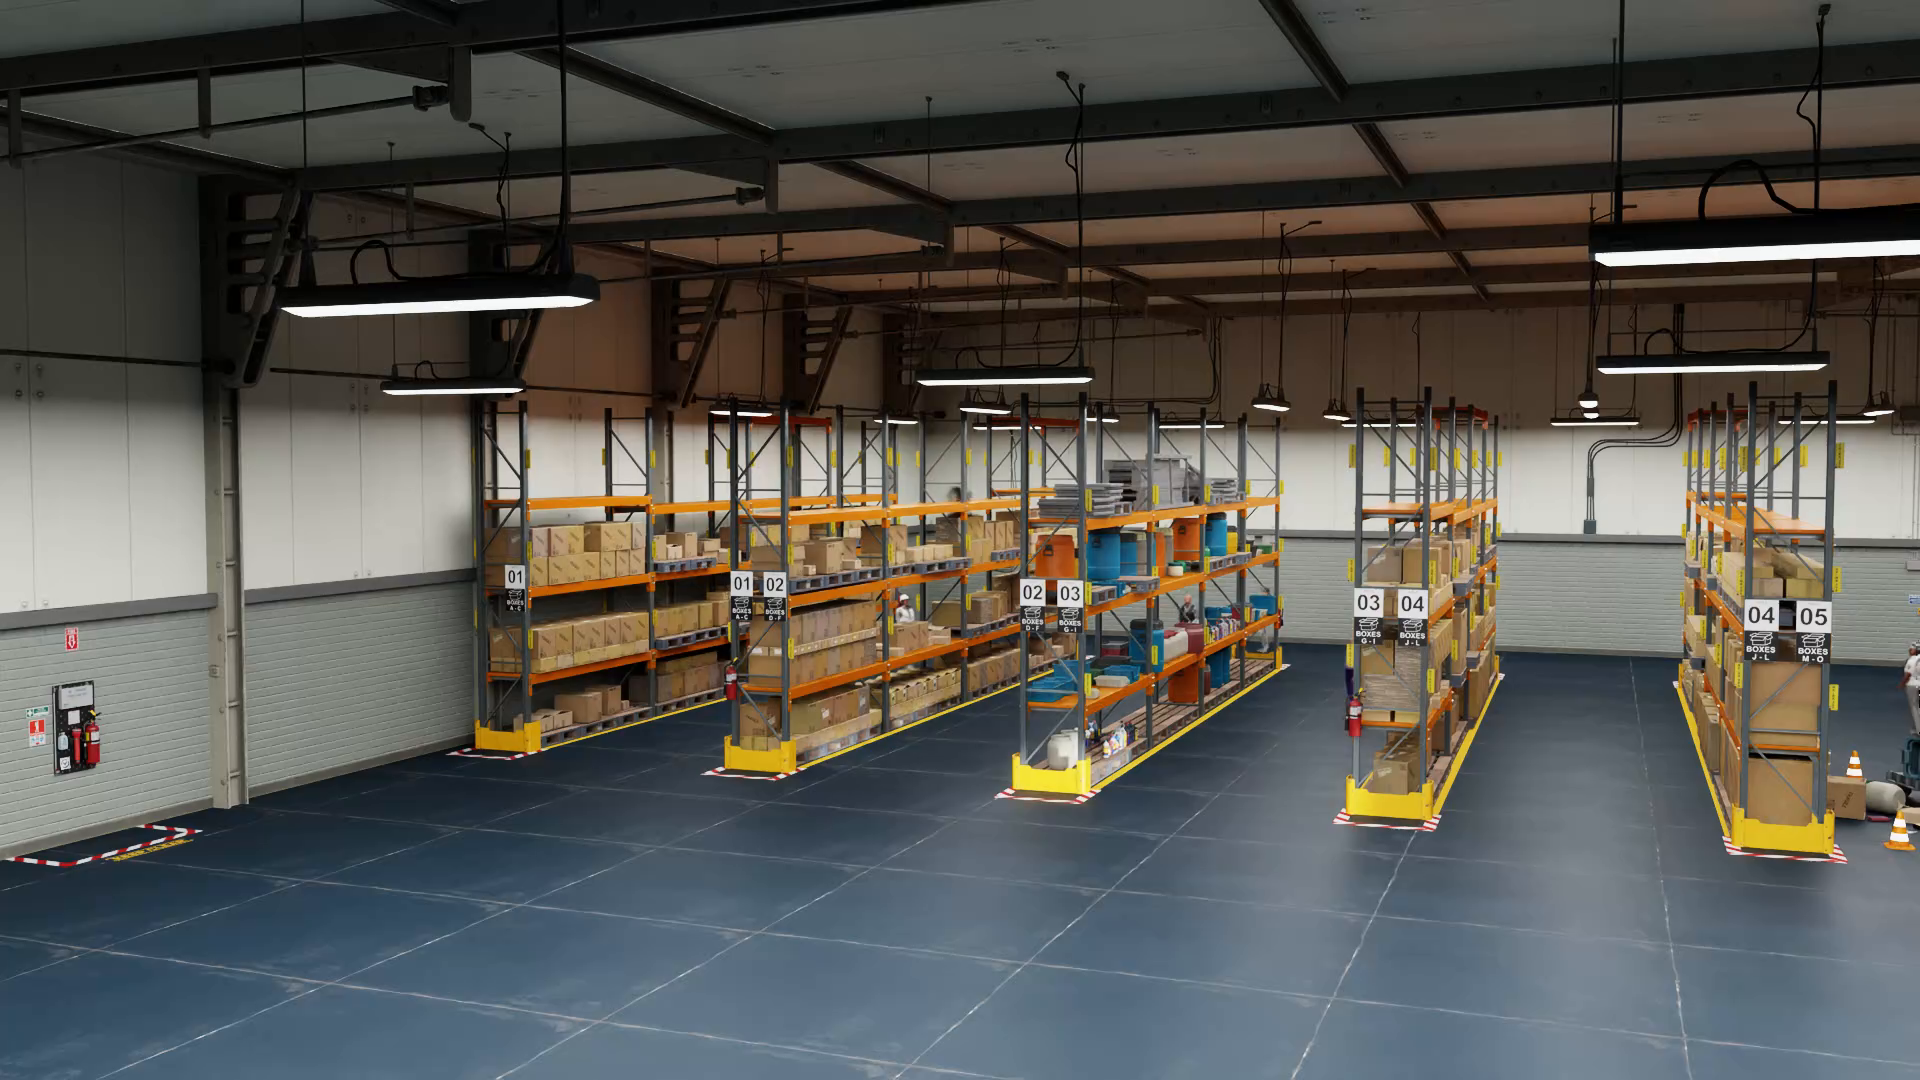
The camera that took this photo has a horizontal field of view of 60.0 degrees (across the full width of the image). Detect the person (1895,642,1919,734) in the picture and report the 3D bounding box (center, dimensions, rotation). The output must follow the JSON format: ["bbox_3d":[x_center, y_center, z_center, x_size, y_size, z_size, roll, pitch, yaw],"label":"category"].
[{"bbox_3d":[17.305,2.693,30.147,0.521,1.720,0.659,0,3,3],"label":"person"}]

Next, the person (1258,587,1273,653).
[{"bbox_3d":[7.844,2.073,43.070,0.447,1.732,0.459,-1,3,-25],"label":"person"}]

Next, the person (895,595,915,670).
[{"bbox_3d":[-1.225,2.191,39.690,0.573,1.769,0.571,2,3,36],"label":"person"}]

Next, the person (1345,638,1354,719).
[{"bbox_3d":[7.528,2.645,32.002,0.505,1.678,0.527,-1,3,-17],"label":"person"}]

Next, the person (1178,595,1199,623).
[{"bbox_3d":[5.569,2.181,40.633,0.555,1.672,1.045,1,3,19],"label":"person"}]
